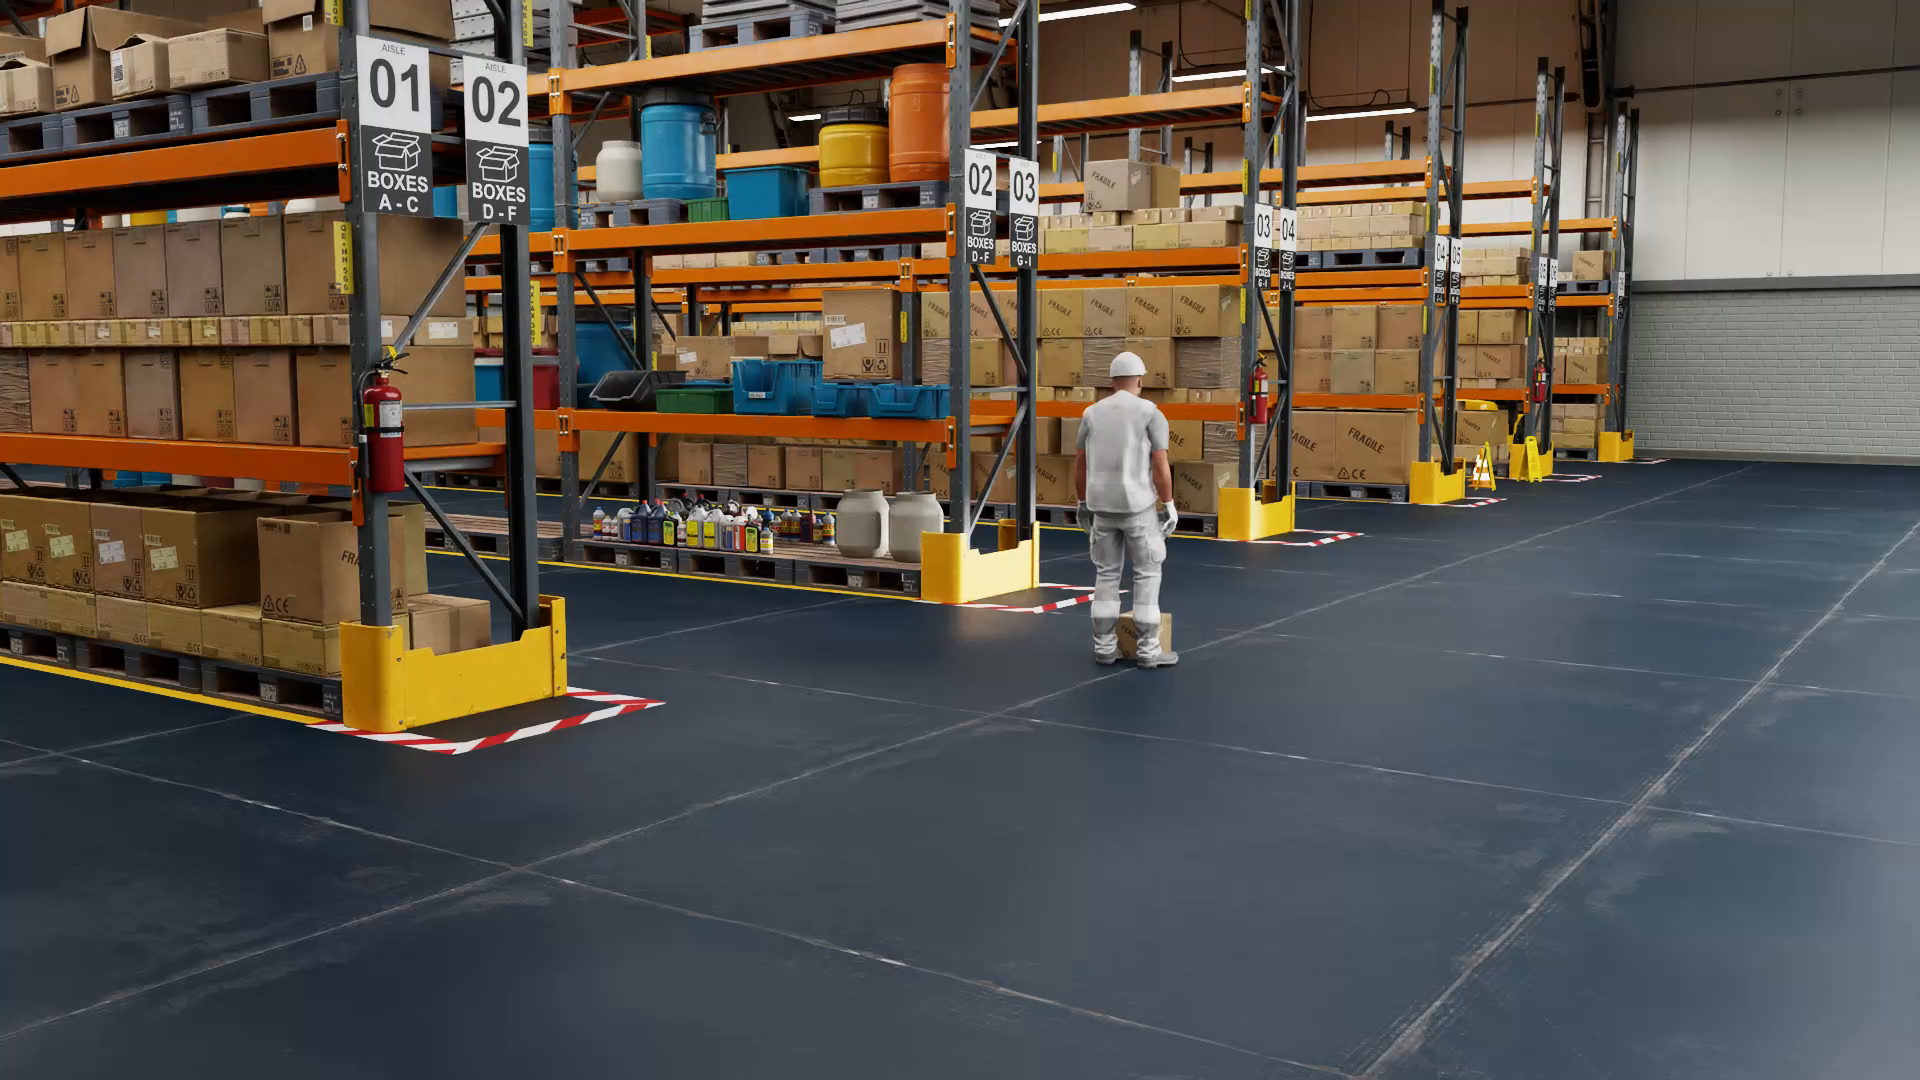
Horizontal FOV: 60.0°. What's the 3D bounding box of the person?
[{"bbox_3d":[0.942,-0.177,9.462,0.617,1.778,0.453,4,7,30],"label":"person"}]
